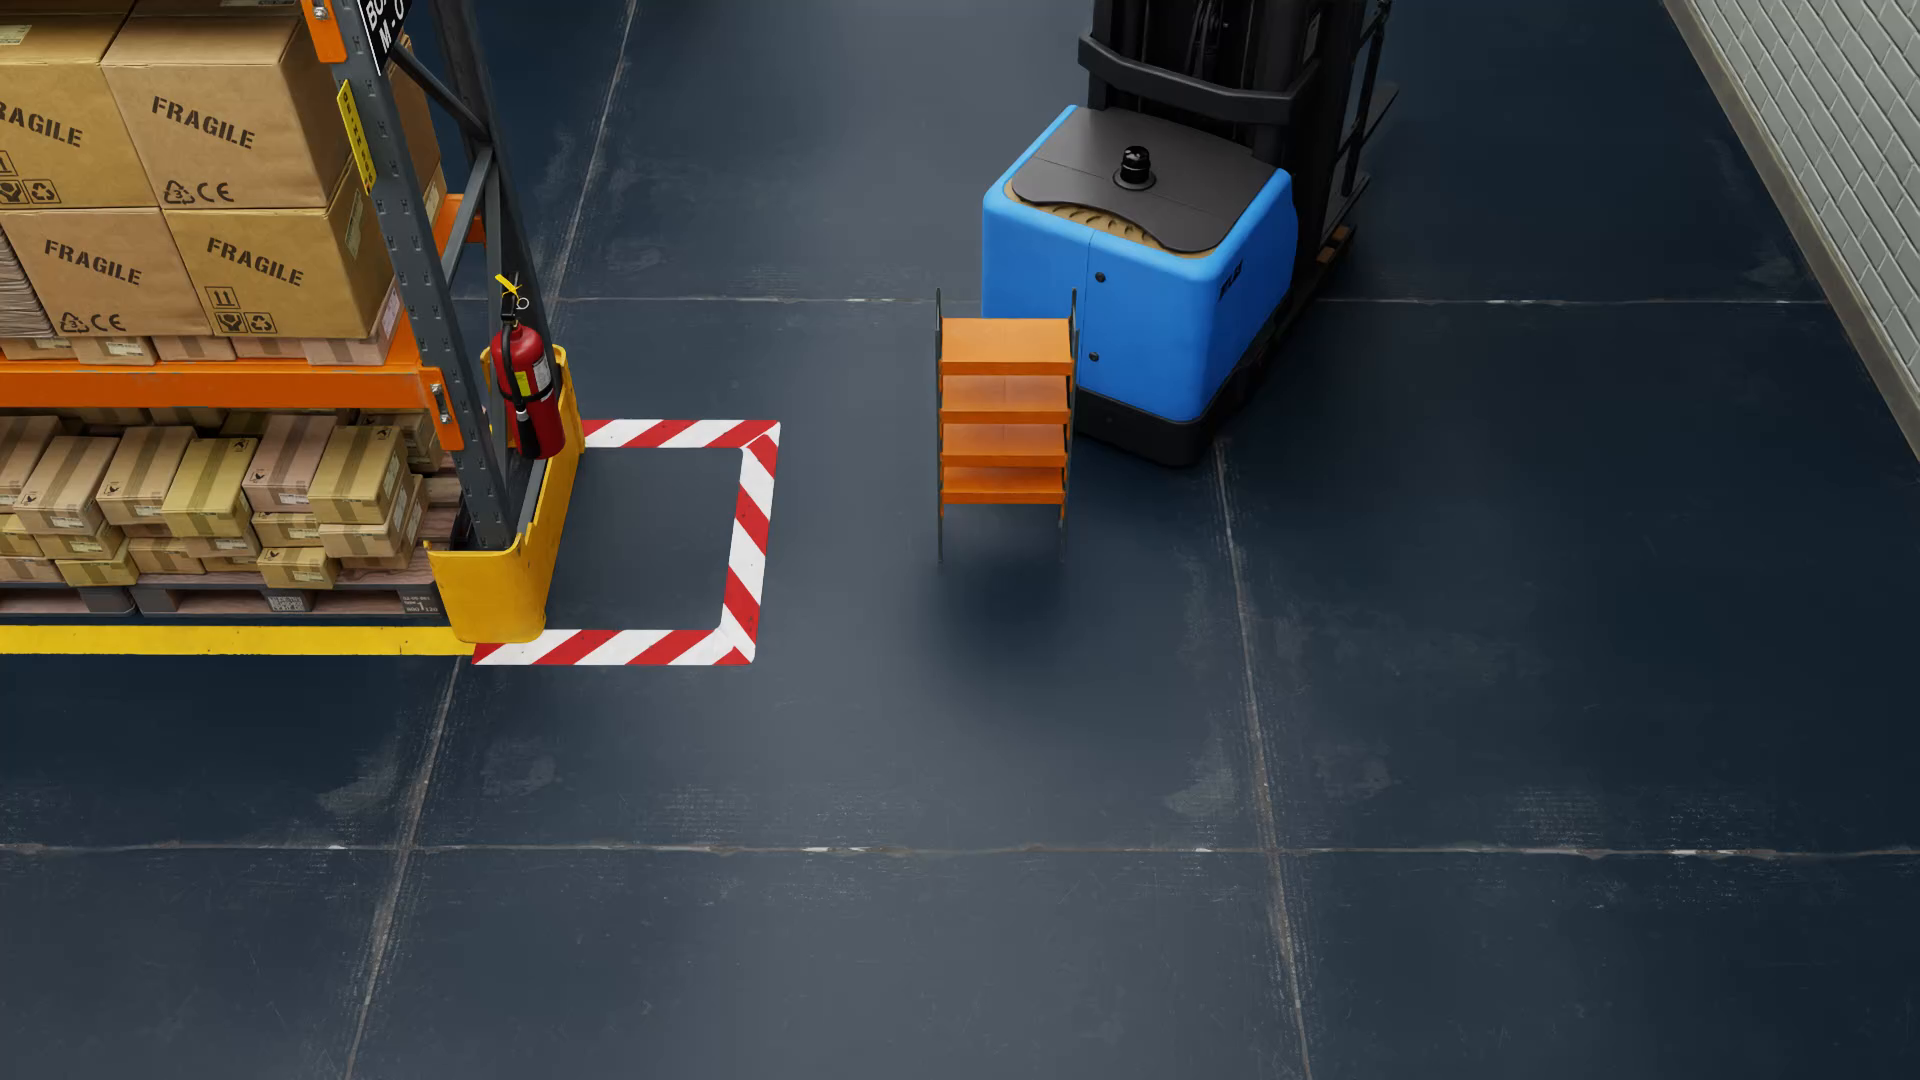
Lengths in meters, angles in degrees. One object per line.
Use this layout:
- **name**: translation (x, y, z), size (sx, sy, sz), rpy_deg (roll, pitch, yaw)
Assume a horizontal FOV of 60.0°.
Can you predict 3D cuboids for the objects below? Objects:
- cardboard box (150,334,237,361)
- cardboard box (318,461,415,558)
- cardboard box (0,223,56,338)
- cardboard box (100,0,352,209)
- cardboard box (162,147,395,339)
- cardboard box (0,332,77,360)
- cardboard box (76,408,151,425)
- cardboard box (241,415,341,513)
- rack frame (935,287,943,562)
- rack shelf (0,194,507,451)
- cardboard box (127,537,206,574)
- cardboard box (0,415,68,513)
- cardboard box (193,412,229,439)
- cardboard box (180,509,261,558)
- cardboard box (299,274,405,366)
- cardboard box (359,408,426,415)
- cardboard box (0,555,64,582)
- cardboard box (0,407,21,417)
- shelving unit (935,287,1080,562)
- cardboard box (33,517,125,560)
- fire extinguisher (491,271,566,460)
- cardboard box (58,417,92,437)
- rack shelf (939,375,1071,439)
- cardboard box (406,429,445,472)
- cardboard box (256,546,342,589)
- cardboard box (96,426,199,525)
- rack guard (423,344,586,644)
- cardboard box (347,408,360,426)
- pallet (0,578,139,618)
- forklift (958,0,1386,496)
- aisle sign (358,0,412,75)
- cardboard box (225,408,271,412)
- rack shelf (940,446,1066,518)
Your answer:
- **cardboard box**: translation (-2.531, -0.781, 5.599), size (0.250, 0.149, 0.380), rpy_deg (0, 47, 0)
- **cardboard box**: translation (-2.233, -0.120, 6.270), size (0.250, 0.149, 0.380), rpy_deg (-1, 47, -1)
- **cardboard box**: translation (-3.176, -1.002, 5.362), size (0.500, 0.500, 0.500), rpy_deg (0, 47, 0)
- **cardboard box**: translation (-2.163, -1.350, 5.002), size (0.500, 0.500, 0.500), rpy_deg (-1, 47, -1)
- **cardboard box**: translation (-2.154, -1.003, 5.362), size (0.500, 0.500, 0.500), rpy_deg (1, 47, 1)
- **cardboard box**: translation (-3.049, -0.786, 5.604), size (0.250, 0.149, 0.380), rpy_deg (-2, 47, -2)
- **cardboard box**: translation (-3.280, -0.634, 6.545), size (0.250, 0.149, 0.380), rpy_deg (2, 47, 2)
- **cardboard box**: translation (-2.485, -0.287, 6.223), size (0.250, 0.149, 0.380), rpy_deg (1, 47, 1)
- **rack frame**: translation (-0.078, -0.409, 6.311), size (0.015, 1.200, 0.240), rpy_deg (0, 47, 0)
- **rack shelf**: translation (-3.704, -0.815, 5.951), size (4.000, 0.370, 1.077), rpy_deg (0, 47, 0)
- **cardboard box**: translation (-3.000, -0.056, 6.414), size (0.250, 0.149, 0.380), rpy_deg (1, 47, 1)
- **cardboard box**: translation (-3.536, -0.284, 6.220), size (0.250, 0.149, 0.380), rpy_deg (-1, 47, -1)
- **cardboard box**: translation (-3.002, -0.575, 6.693), size (0.250, 0.149, 0.380), rpy_deg (1, 47, 1)
- **cardboard box**: translation (-2.753, -0.120, 6.270), size (0.250, 0.149, 0.380), rpy_deg (-2, 47, -1)
- **cardboard box**: translation (-2.031, -0.763, 5.582), size (0.250, 0.149, 0.380), rpy_deg (0, 47, 0)
- **cardboard box**: translation (-2.227, -0.679, 6.587), size (0.250, 0.149, 0.380), rpy_deg (-2, 47, -2)
- **cardboard box**: translation (-3.528, -0.027, 6.386), size (0.250, 0.149, 0.380), rpy_deg (1, 47, 1)
- **cardboard box**: translation (-3.795, -0.599, 6.512), size (0.250, 0.149, 0.380), rpy_deg (0, 47, 0)
- **shelving unit**: translation (0.166, -0.408, 6.310), size (0.503, 1.200, 0.258), rpy_deg (0, 47, 0)
- **cardboard box**: translation (-3.271, -0.112, 6.263), size (0.250, 0.149, 0.380), rpy_deg (1, 47, 1)
- **fire extinguisher**: translation (-1.454, -0.562, 5.532), size (0.183, 0.674, 0.296), rpy_deg (0, 47, 0)
- **cardboard box**: translation (-3.539, -0.476, 6.602), size (0.250, 0.149, 0.380), rpy_deg (2, 47, 2)
- **rack shelf**: translation (0.166, -0.515, 6.196), size (0.480, 0.148, 0.258), rpy_deg (0, 47, 0)
- **cardboard box**: translation (-2.227, -0.462, 6.791), size (0.250, 0.149, 0.380), rpy_deg (1, 47, 1)
- **cardboard box**: translation (-2.489, -0.001, 6.363), size (0.250, 0.149, 0.380), rpy_deg (1, 47, 1)
- **cardboard box**: translation (-3.004, -0.242, 6.181), size (0.250, 0.149, 0.380), rpy_deg (-2, 47, -1)
- **rack guard**: translation (-1.780, -0.203, 6.597), size (0.348, 0.500, 1.175), rpy_deg (0, 47, 0)
- **cardboard box**: translation (-2.501, -0.559, 6.678), size (0.250, 0.149, 0.380), rpy_deg (0, 47, 0)
- **pallet**: translation (-3.809, -0.138, 6.734), size (1.213, 0.211, 1.003), rpy_deg (0, 47, 0)
- **forklift**: translation (1.144, -2.254, 6.845), size (1.130, 2.935, 3.031), rpy_deg (23, 51, 20)
- **aisle sign**: translation (-1.632, -1.720, 4.526), size (0.004, 0.787, 0.394), rpy_deg (0, 47, 0)
- **cardboard box**: translation (-2.754, -0.686, 6.594), size (0.250, 0.149, 0.380), rpy_deg (0, 47, 0)
- **rack shelf**: translation (0.166, -0.227, 6.505), size (0.480, 0.148, 0.258), rpy_deg (0, 47, 0)
